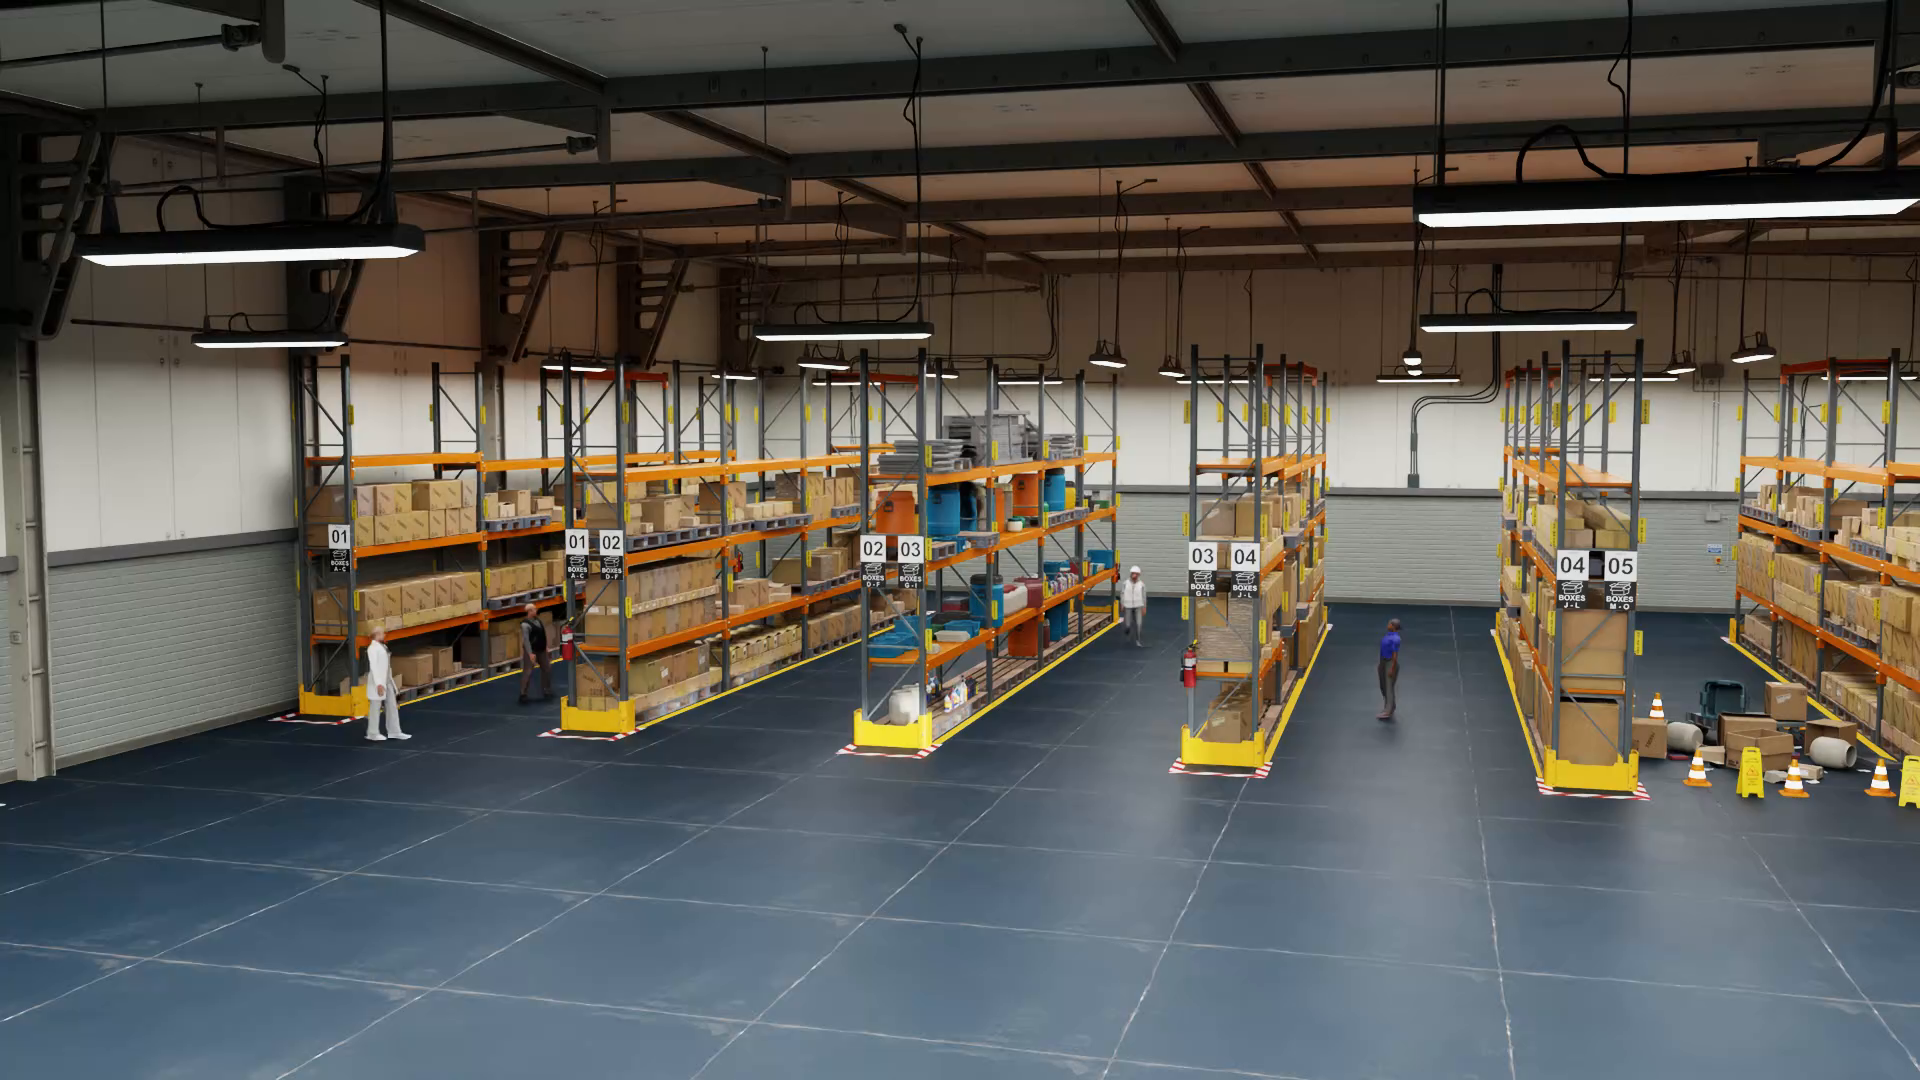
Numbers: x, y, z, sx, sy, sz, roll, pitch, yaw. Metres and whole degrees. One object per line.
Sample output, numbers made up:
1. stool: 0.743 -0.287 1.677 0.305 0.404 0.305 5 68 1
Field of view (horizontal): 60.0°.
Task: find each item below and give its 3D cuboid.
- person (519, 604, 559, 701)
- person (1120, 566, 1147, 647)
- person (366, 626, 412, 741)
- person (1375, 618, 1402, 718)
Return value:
1. person: -7.430 1.980 29.135 0.503 1.755 0.662 2 5 28
2. person: 3.749 1.430 35.952 0.570 1.733 0.658 0 4 3
3. person: -8.863 2.214 25.557 0.641 1.790 0.601 1 4 15
4. person: 7.104 2.121 27.692 0.580 1.655 0.489 -2 5 -21
